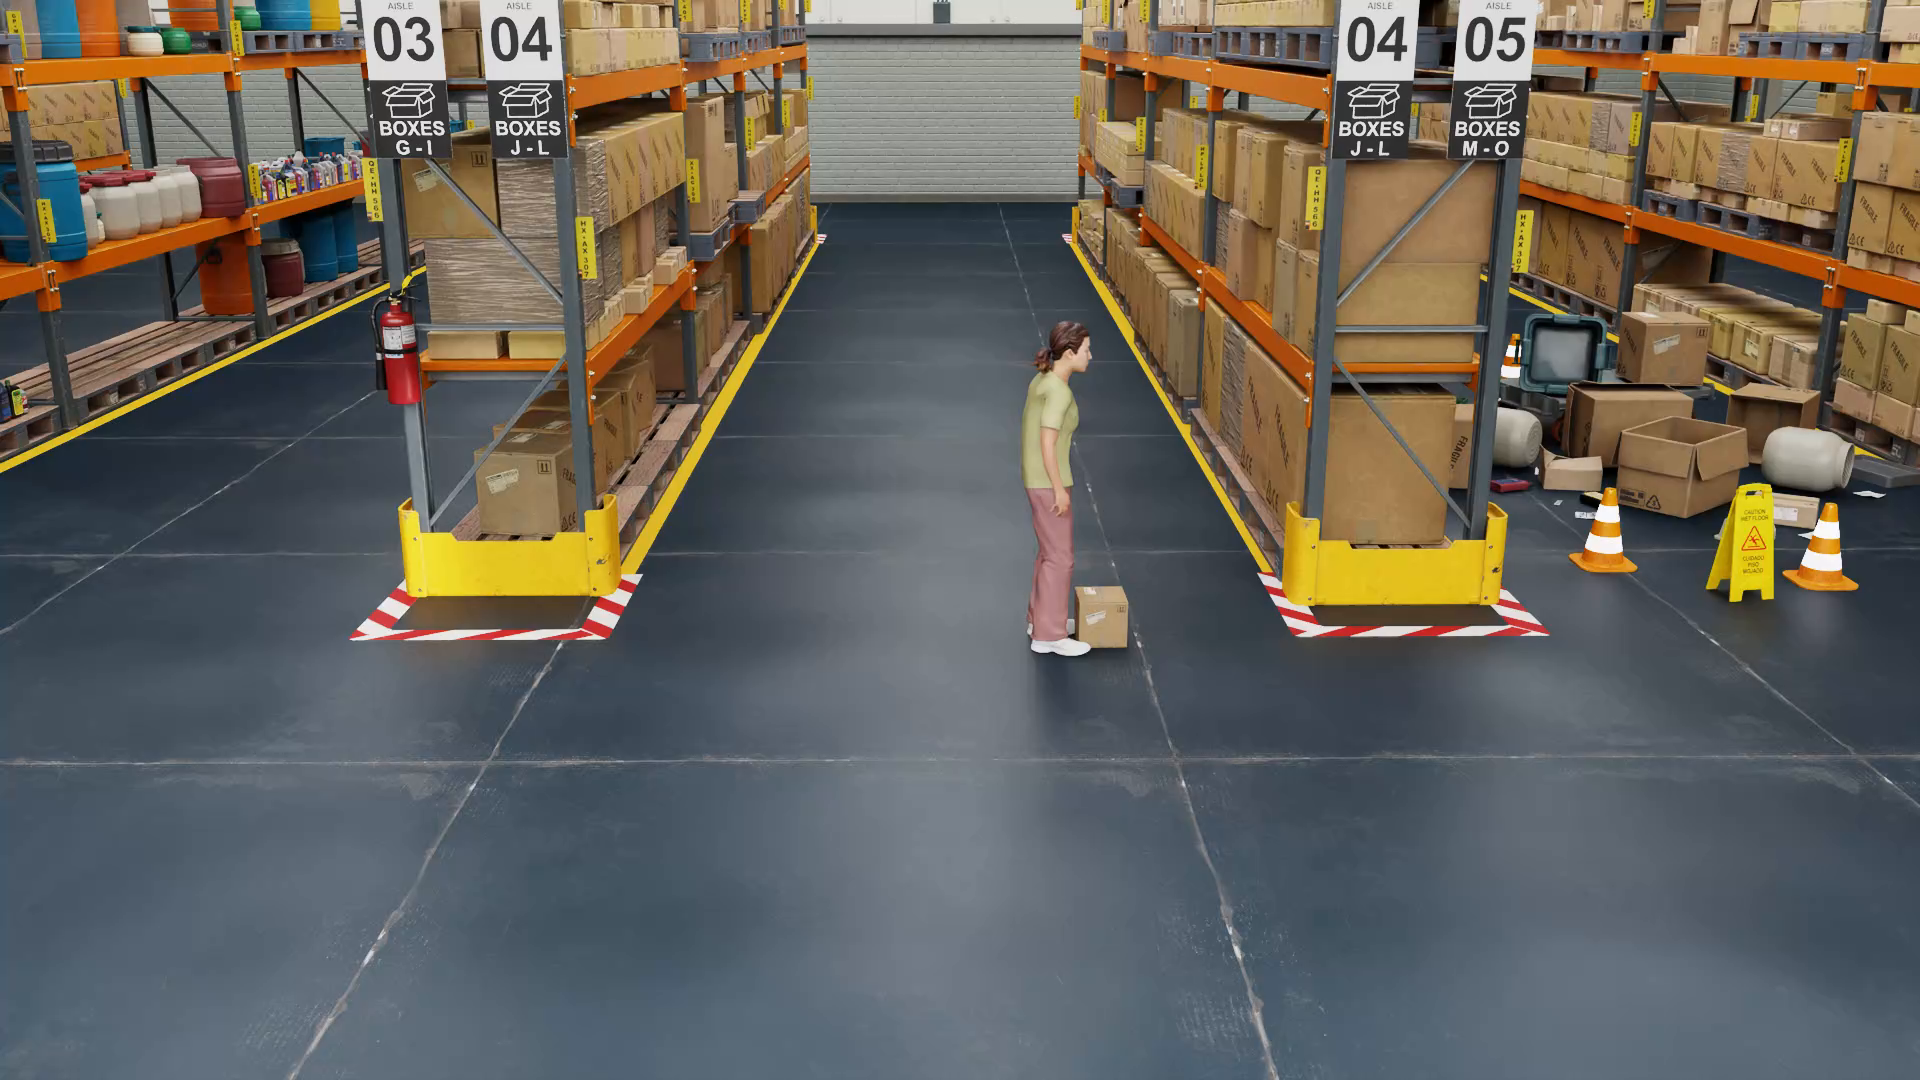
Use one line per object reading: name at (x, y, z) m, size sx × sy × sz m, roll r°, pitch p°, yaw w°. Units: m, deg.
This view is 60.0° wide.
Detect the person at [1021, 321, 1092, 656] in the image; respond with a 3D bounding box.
person at (0.486, -0.276, 8.441) m, size 0.353 × 1.672 × 0.504 m, roll 0°, pitch 17°, yaw -2°
